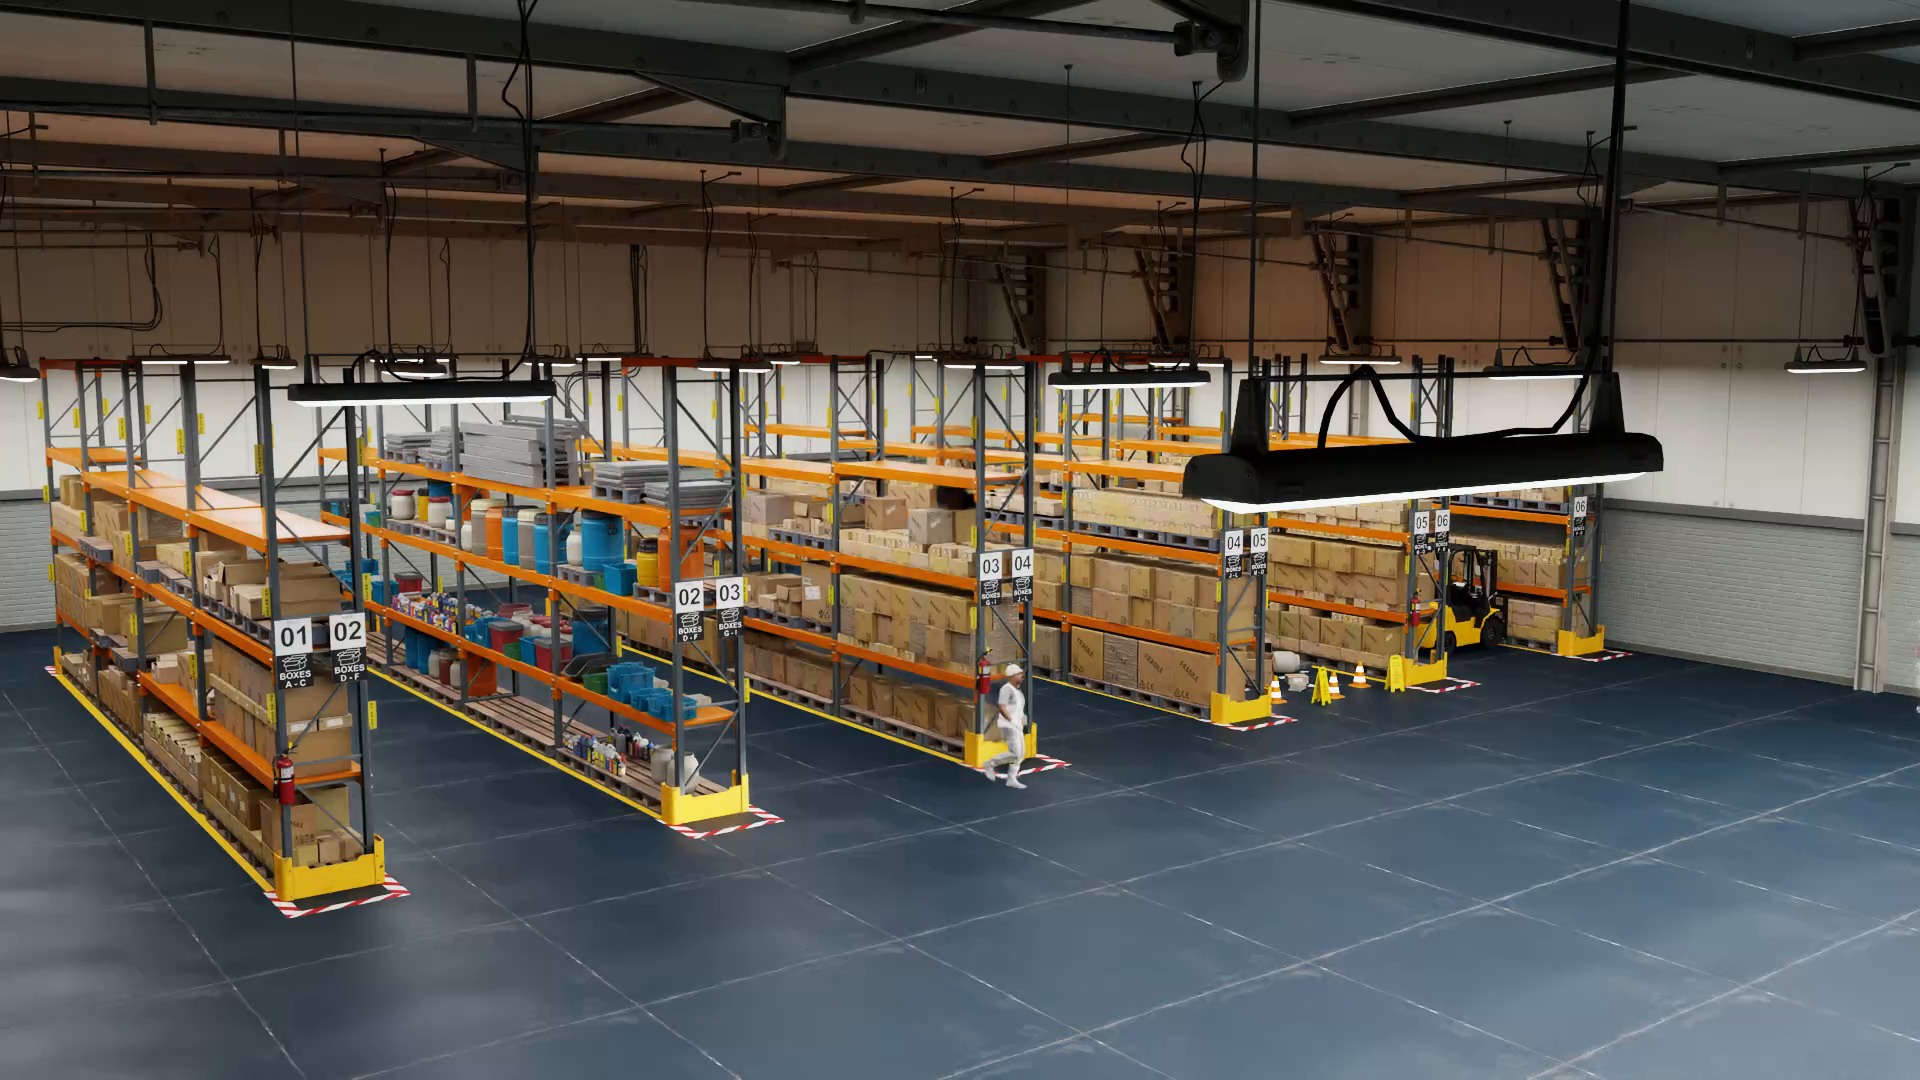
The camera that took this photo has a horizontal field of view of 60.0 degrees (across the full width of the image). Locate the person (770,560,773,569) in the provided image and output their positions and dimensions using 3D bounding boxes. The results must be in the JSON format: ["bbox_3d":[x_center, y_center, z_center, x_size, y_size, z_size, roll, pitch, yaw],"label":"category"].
[{"bbox_3d":[-4.831,0.477,41.931,0.762,1.678,0.650,1,7,11],"label":"person"}]

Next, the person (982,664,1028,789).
[{"bbox_3d":[0.673,2.641,23.707,0.624,1.757,0.701,2,7,14],"label":"person"}]
